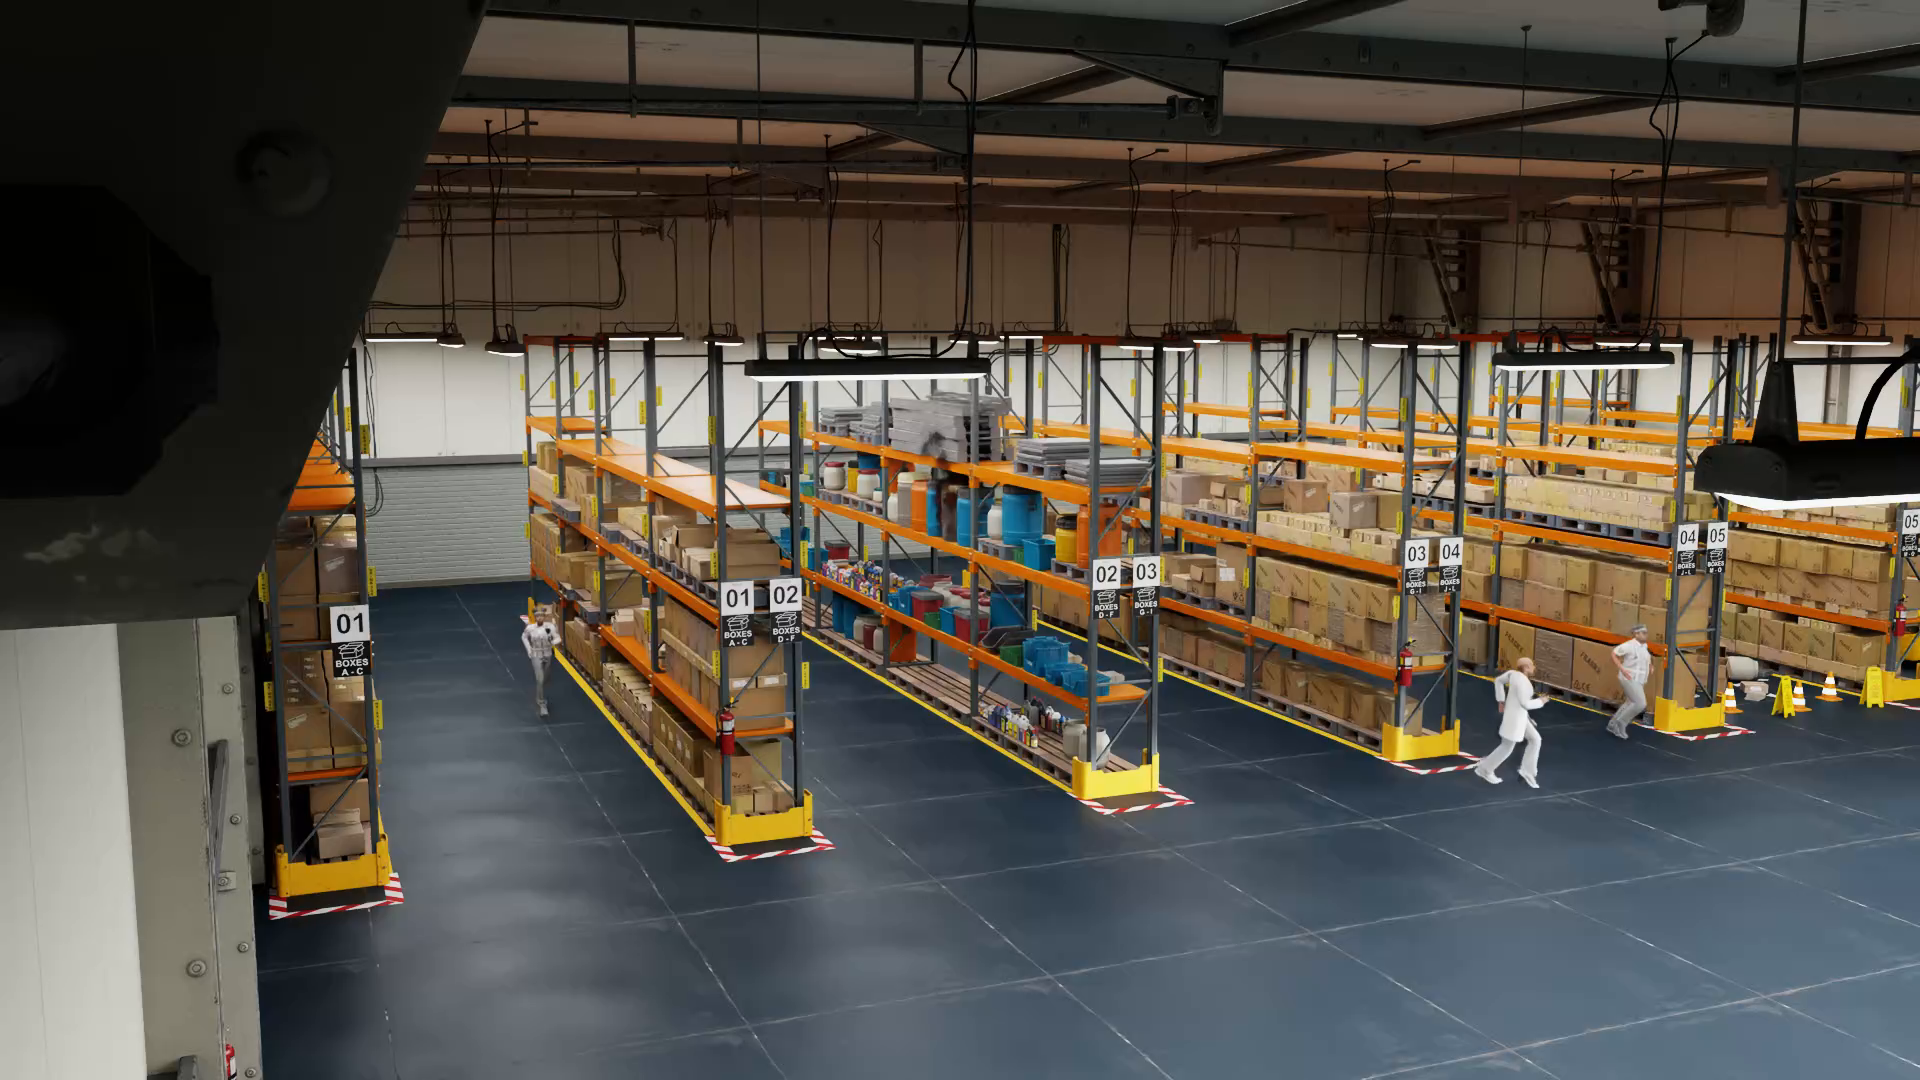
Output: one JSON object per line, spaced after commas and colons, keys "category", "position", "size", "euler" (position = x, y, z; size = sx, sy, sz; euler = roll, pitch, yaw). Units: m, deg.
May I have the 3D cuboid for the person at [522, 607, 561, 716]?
{"category": "person", "position": [-6.752, 1.920, 26.929], "size": [0.592, 1.731, 0.840], "euler": [-4, 8, -25]}

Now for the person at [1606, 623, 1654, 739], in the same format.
{"category": "person", "position": [10.212, 2.127, 25.220], "size": [0.643, 1.768, 0.639], "euler": [-7, 10, -42]}

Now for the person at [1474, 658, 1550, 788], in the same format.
{"category": "person", "position": [7.478, 2.478, 22.509], "size": [0.932, 1.824, 0.746], "euler": [1, 8, 11]}
